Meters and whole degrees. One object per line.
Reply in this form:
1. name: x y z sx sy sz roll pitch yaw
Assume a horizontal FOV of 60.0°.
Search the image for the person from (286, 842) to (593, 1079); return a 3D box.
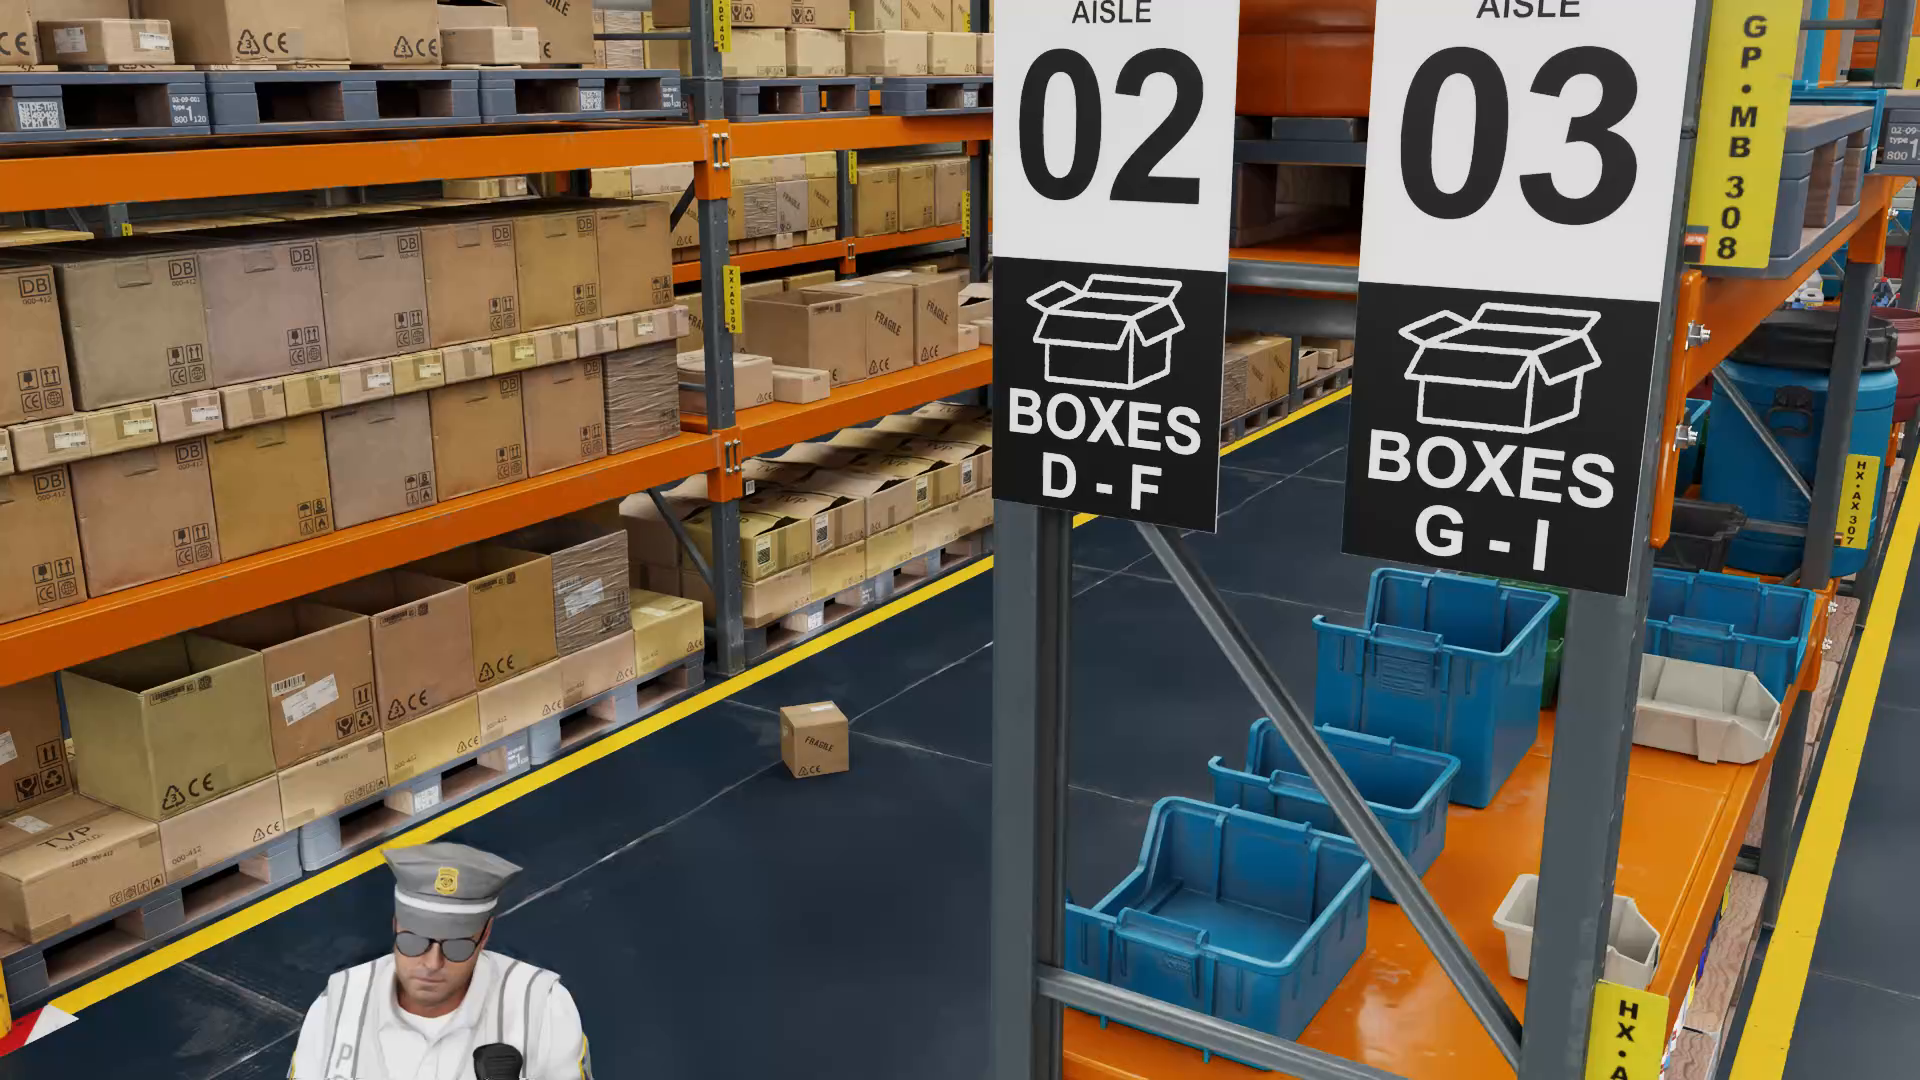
1. person: -0.978 1.420 3.122 0.600 1.809 0.771 0 16 1
